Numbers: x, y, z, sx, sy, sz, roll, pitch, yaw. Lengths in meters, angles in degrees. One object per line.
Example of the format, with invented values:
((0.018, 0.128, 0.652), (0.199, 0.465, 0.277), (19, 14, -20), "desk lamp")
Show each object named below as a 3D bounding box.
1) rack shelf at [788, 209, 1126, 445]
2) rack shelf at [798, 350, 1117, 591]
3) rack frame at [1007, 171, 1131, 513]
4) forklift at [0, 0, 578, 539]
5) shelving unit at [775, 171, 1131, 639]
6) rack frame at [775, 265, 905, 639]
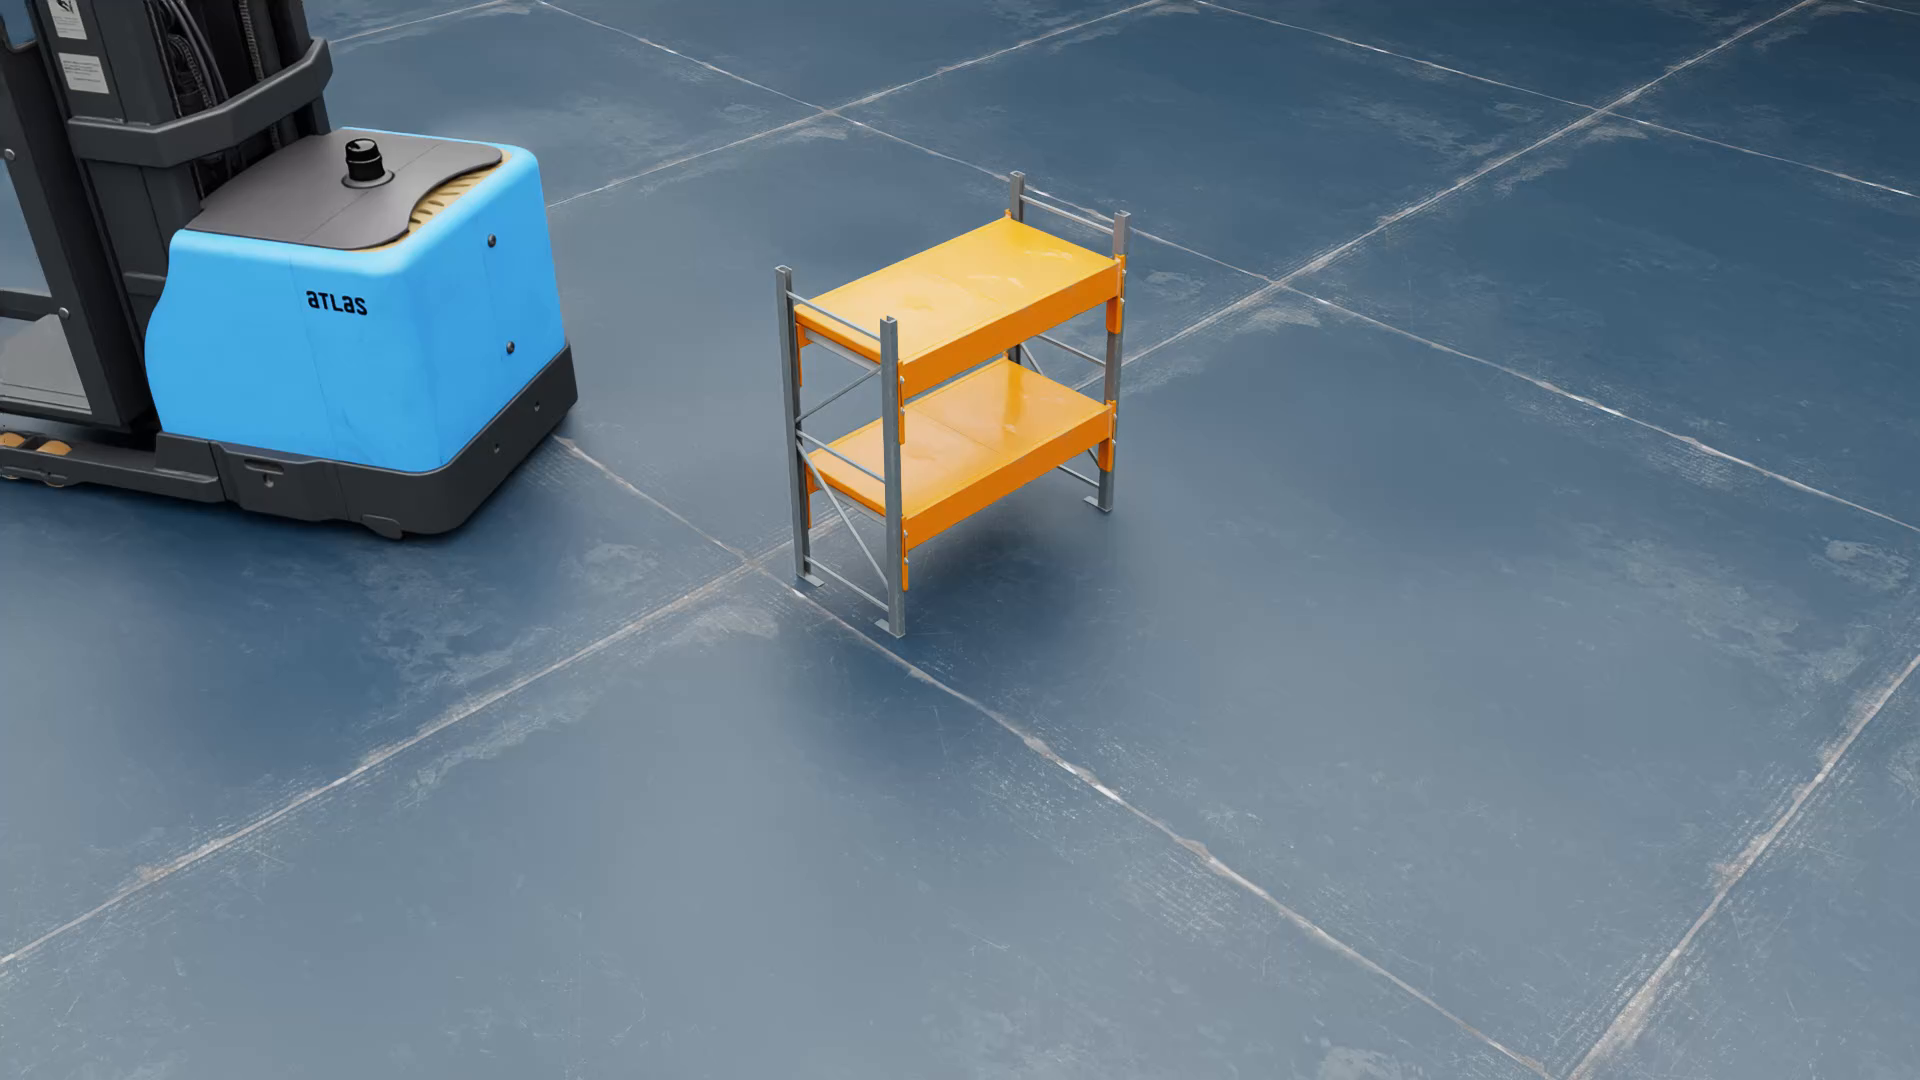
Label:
((-0.005, -0.699, 5.257), (0.538, 0.278, 1.000), (30, 45, 35), "rack shelf")
((-0.005, -0.258, 5.564), (0.538, 0.278, 1.000), (30, 45, 35), "rack shelf")
((0.353, -0.665, 5.720), (0.500, 1.125, 0.032), (30, 45, 35), "rack frame")
((-3.047, -1.672, 5.585), (3.031, 2.935, 1.130), (9, 36, 13), "forklift")
((-0.005, -0.459, 5.424), (0.538, 1.125, 1.048), (30, 45, 35), "shelving unit")
((-0.363, -0.252, 5.128), (0.500, 1.125, 0.032), (30, 45, 35), "rack frame")
